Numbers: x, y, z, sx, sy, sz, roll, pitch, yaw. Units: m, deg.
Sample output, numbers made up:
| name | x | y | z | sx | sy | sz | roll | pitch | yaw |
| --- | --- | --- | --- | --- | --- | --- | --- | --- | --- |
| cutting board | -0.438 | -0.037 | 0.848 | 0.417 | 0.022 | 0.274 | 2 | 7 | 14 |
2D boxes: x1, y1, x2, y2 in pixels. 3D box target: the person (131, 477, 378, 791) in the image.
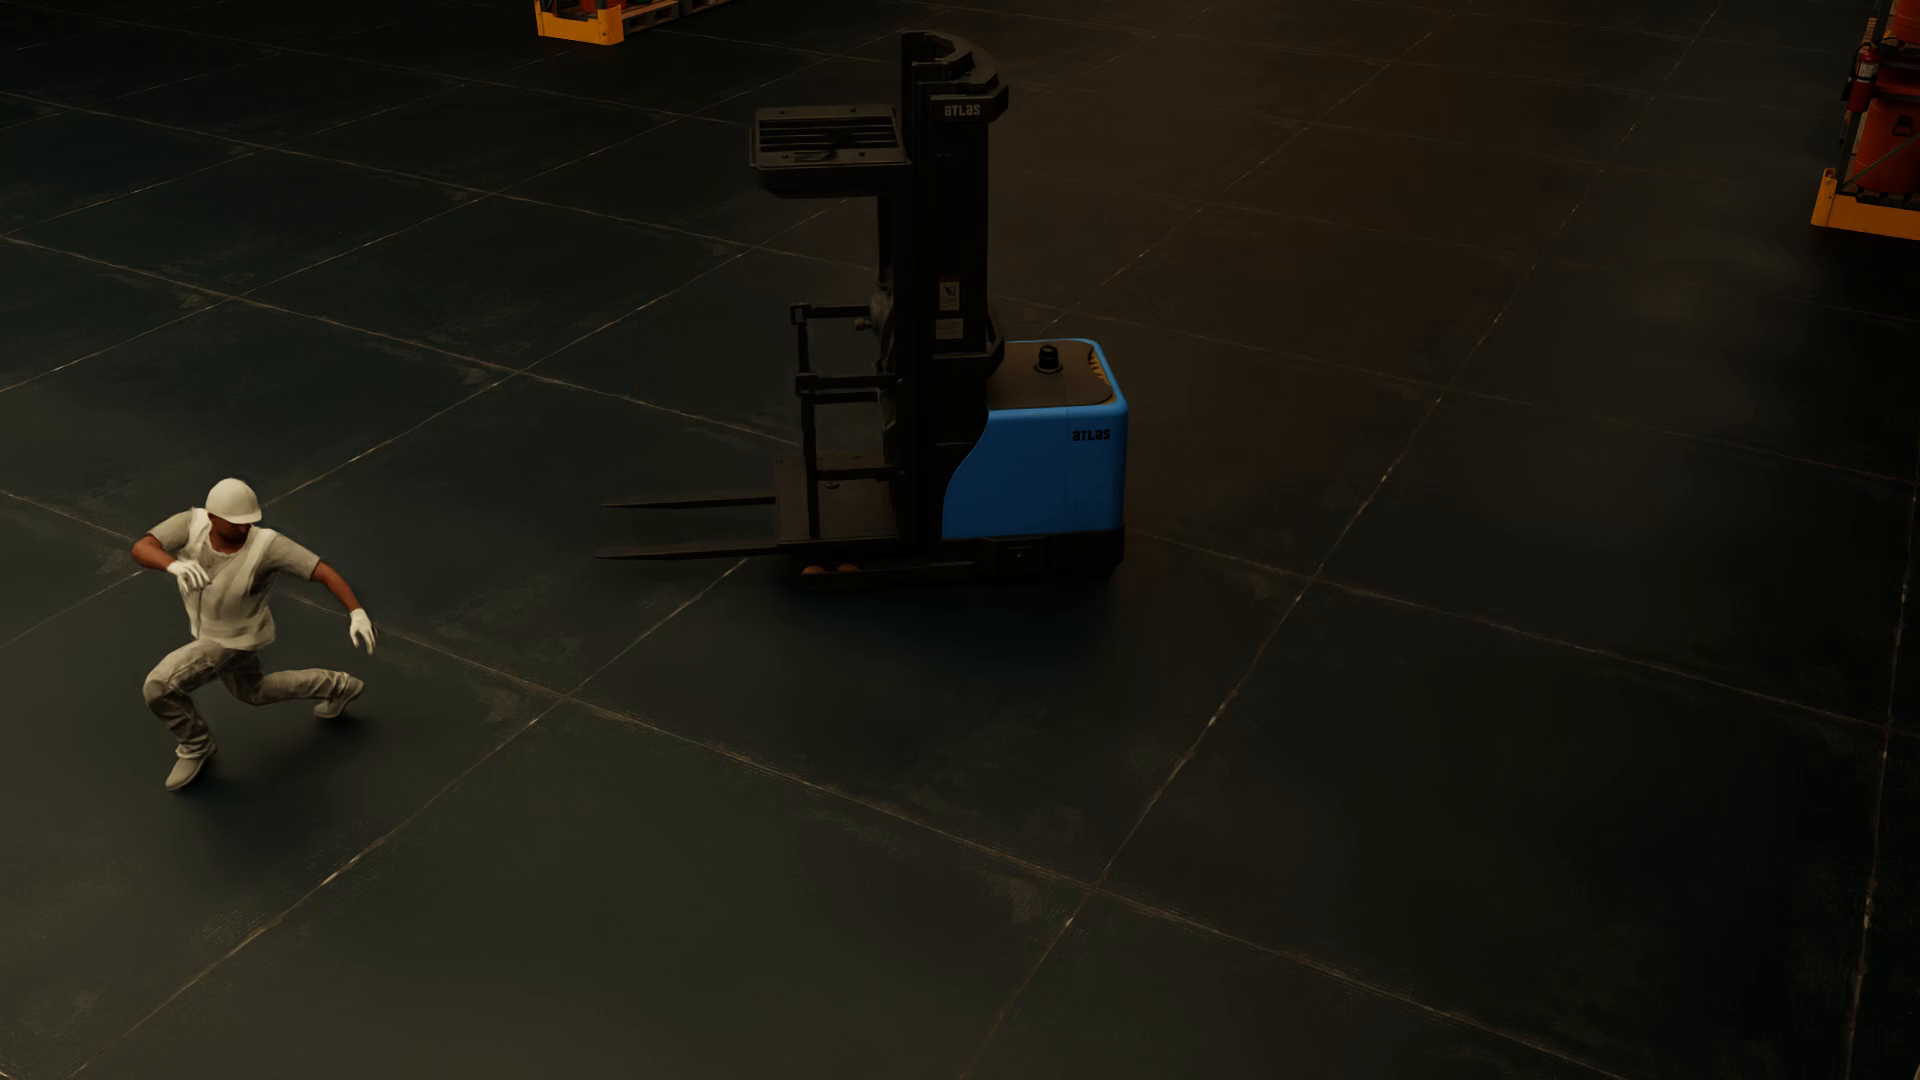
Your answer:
| name | x | y | z | sx | sy | sz | roll | pitch | yaw |
| --- | --- | --- | --- | --- | --- | --- | --- | --- | --- |
| person | -3.309 | 0.437 | 7.766 | 0.857 | 1.501 | 0.993 | 26 | 39 | 37 |

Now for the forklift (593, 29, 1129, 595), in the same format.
| name | x | y | z | sx | sy | sz | roll | pitch | yaw |
| --- | --- | --- | --- | --- | --- | --- | --- | --- | --- |
| forklift | -0.606 | -1.234 | 9.208 | 3.031 | 2.935 | 1.130 | -3 | 30 | -6 |
